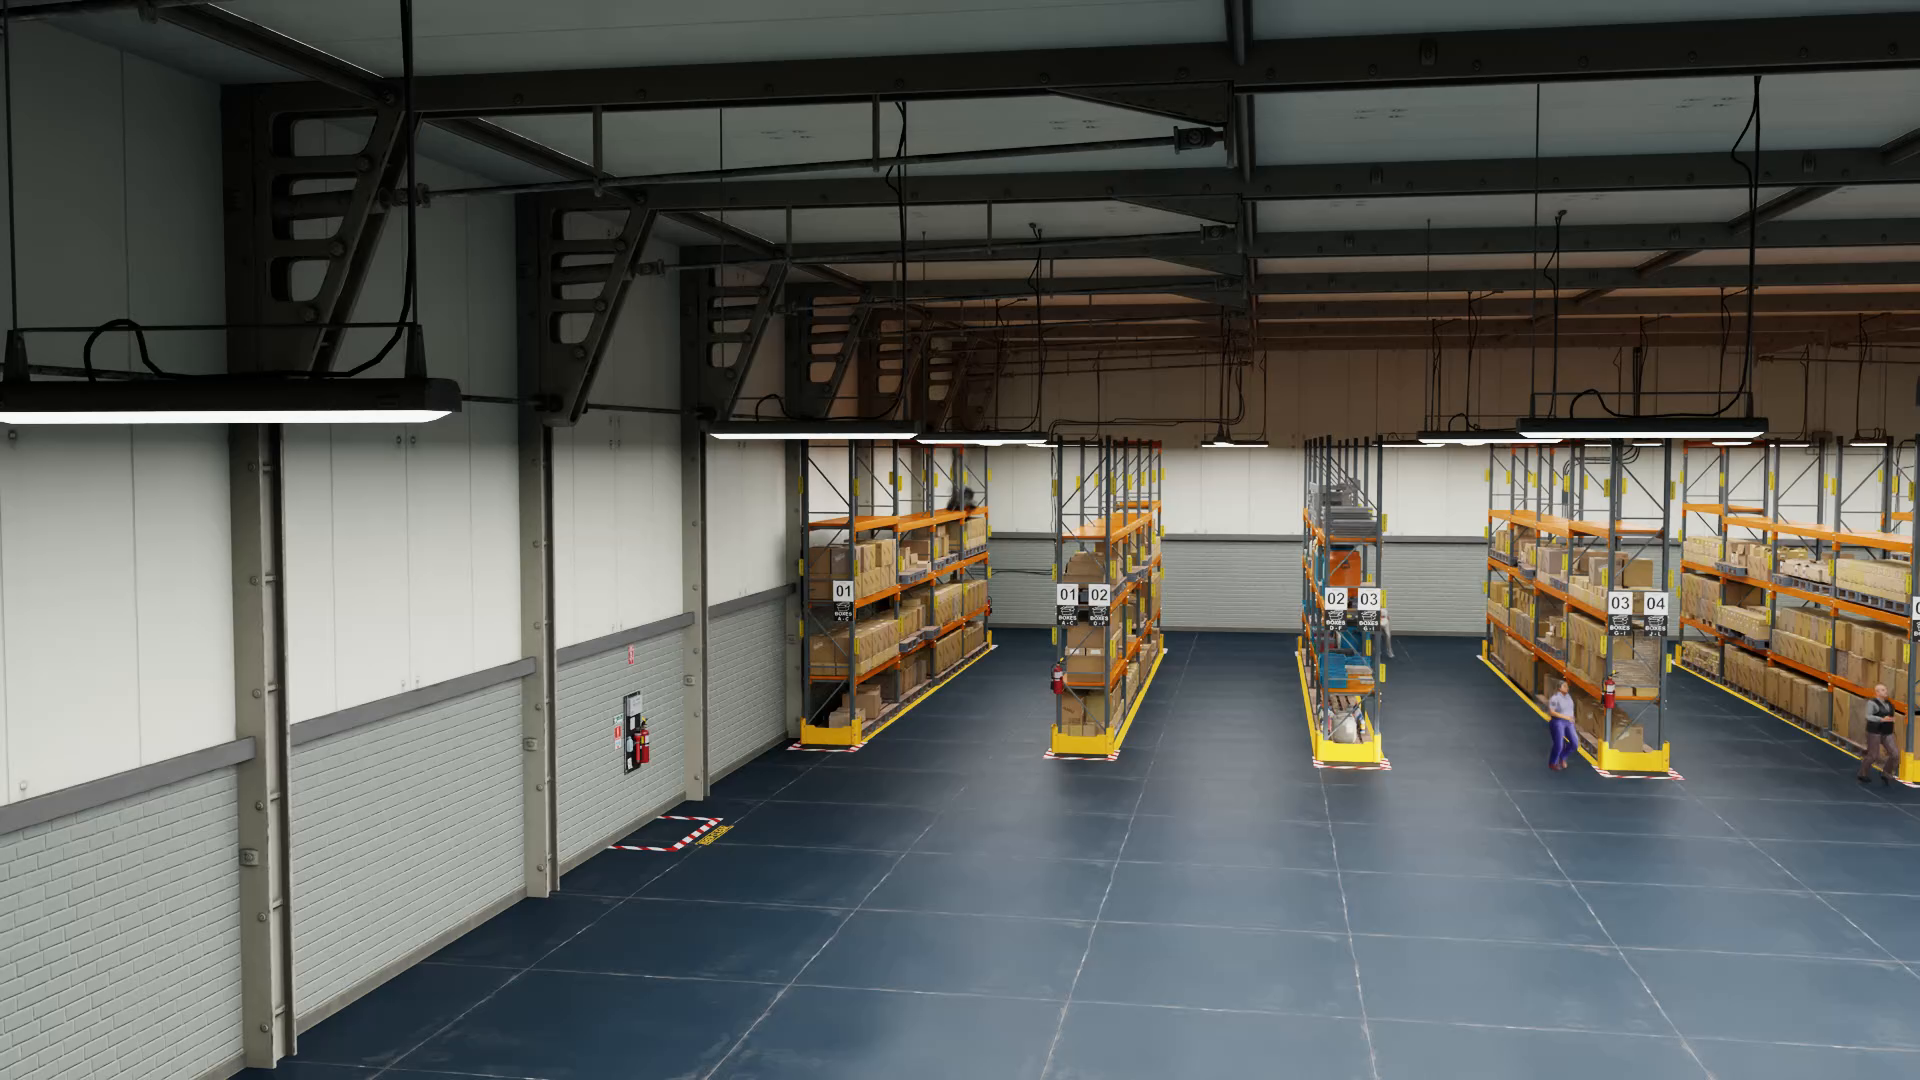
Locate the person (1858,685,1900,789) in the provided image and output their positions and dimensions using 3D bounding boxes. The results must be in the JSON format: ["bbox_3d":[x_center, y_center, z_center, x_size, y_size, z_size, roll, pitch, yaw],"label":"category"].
[{"bbox_3d":[15.635,3.345,28.255,0.655,1.788,0.687,-1,3,-18],"label":"person"}]

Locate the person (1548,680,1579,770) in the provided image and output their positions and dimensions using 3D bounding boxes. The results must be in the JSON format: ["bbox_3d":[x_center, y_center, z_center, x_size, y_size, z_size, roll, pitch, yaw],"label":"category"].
[{"bbox_3d":[10.776,3.312,29.637,0.628,1.602,0.604,-1,3,-24],"label":"person"}]

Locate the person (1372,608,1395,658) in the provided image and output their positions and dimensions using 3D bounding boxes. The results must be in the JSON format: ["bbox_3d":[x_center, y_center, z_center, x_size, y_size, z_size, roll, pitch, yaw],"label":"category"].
[{"bbox_3d":[11.608,2.354,46.064,0.695,1.777,0.840,-1,3,-20],"label":"person"}]
